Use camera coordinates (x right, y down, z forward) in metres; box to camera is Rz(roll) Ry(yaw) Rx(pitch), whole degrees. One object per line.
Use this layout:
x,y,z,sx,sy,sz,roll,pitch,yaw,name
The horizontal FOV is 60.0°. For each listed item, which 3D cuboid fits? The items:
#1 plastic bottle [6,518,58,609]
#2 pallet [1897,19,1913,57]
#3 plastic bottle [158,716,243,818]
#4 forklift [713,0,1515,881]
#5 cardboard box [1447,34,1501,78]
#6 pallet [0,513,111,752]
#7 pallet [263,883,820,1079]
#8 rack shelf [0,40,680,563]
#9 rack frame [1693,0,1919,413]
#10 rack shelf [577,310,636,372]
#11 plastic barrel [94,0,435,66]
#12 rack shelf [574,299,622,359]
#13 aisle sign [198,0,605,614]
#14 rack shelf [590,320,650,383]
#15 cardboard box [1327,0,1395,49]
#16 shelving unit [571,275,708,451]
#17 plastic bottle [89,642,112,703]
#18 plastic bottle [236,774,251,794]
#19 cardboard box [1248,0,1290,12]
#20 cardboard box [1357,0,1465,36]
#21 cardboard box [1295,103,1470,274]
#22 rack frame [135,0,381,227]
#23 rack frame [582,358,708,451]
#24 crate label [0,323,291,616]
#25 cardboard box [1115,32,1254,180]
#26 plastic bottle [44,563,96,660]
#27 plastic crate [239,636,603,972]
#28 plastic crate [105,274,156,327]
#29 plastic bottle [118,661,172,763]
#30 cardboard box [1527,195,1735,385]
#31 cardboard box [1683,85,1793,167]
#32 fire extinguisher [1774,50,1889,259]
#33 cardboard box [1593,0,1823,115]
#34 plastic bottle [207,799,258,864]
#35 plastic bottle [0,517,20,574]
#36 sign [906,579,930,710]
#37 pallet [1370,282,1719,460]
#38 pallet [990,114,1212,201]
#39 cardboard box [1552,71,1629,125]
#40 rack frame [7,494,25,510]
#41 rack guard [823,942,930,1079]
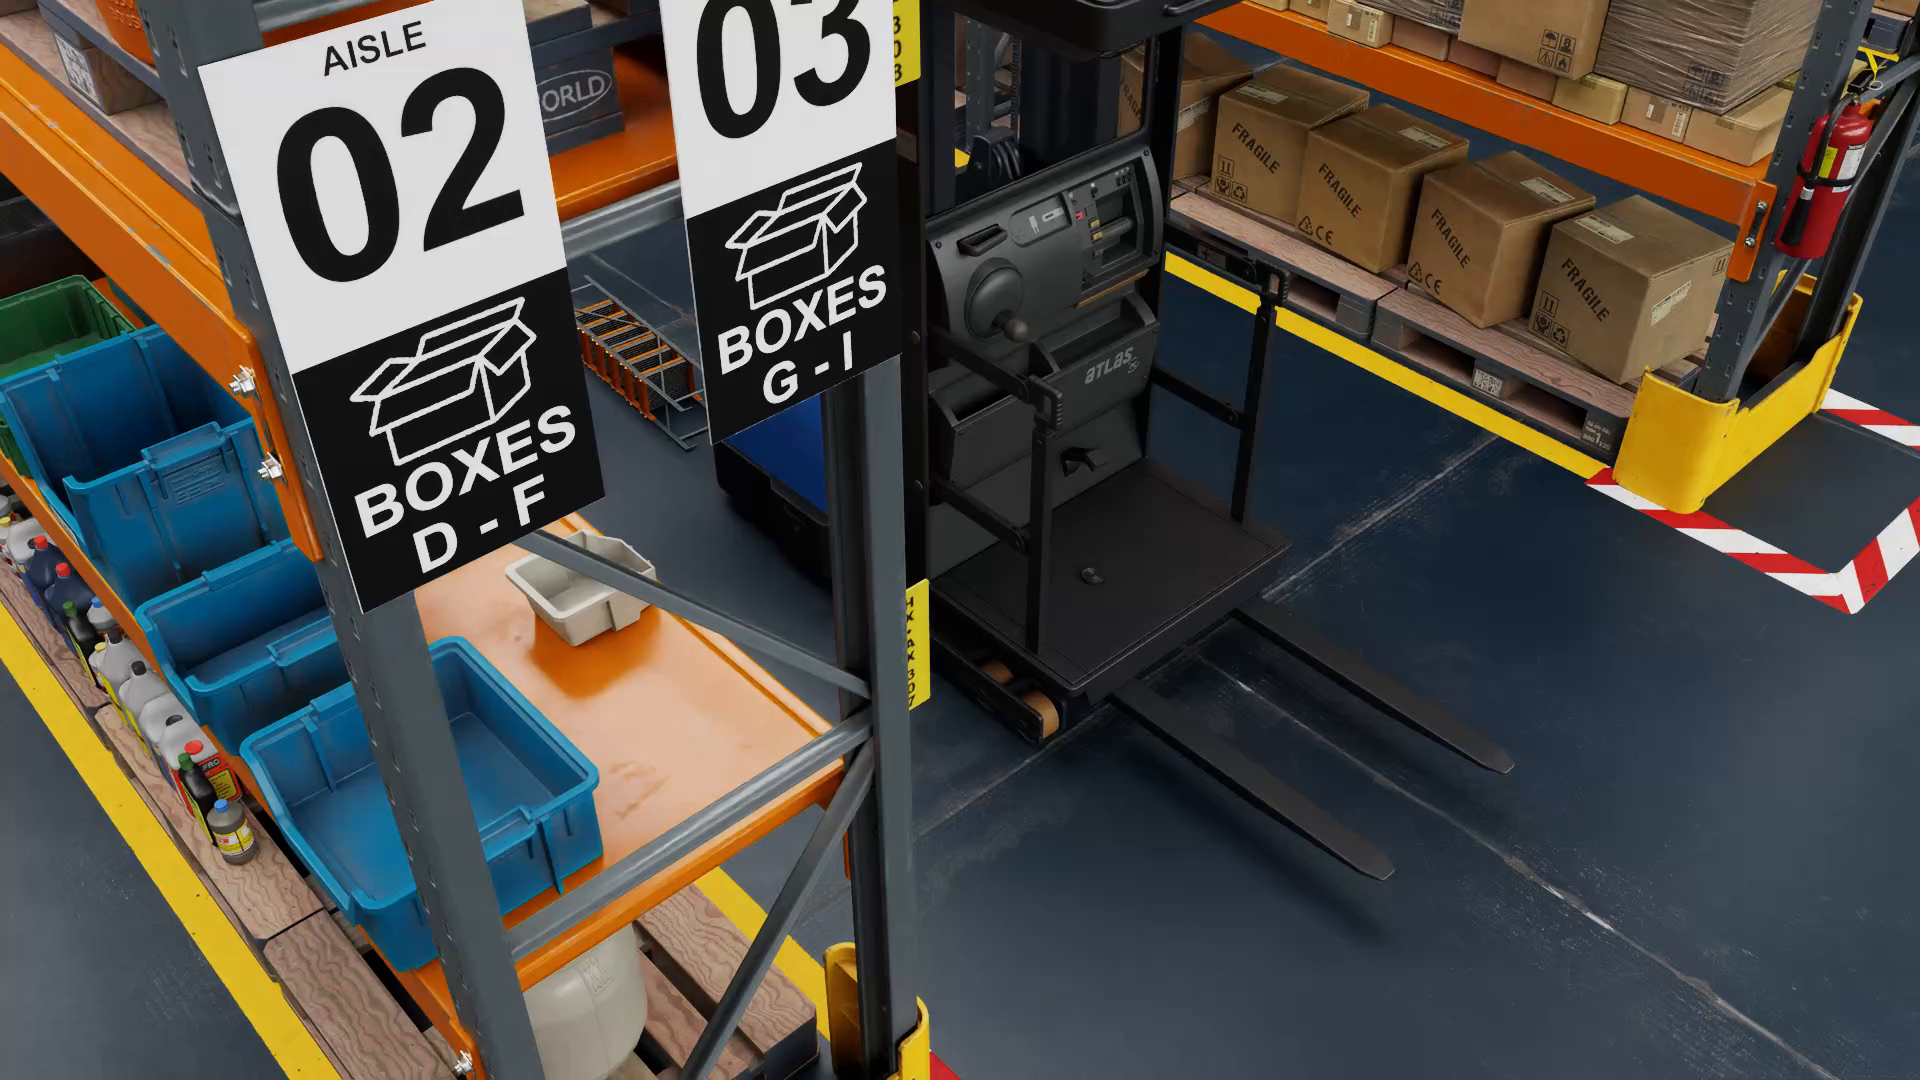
-3.083,0.072,5.591,0.152,0.276,0.135,-28,47,-30,plastic bottle
6.262,-2.854,9.616,1.003,0.211,1.213,-30,48,-32,pallet
-2.225,0.660,4.863,0.152,0.276,0.135,-30,47,-31,plastic bottle
0.424,-0.848,4.967,1.130,2.935,3.031,-30,48,-32,forklift
2.122,-1.953,6.481,0.380,0.149,0.250,-30,48,-32,cardboard box
-2.791,0.126,5.926,1.003,0.211,1.213,-30,48,-32,pallet
-1.141,1.255,4.528,1.003,0.211,1.213,-30,48,-32,pallet
-1.862,-1.249,3.595,1.077,0.370,4.000,-30,48,-32,rack shelf
3.139,-1.541,5.771,1.000,3.000,0.127,-30,48,-32,rack frame
-1.504,-0.866,7.168,0.258,0.180,0.103,-27,46,-29,rack shelf
-0.932,-1.105,2.167,0.600,0.830,0.708,-30,48,-32,plastic barrel
-1.579,-0.924,7.241,0.258,0.180,0.103,-27,46,-29,rack shelf
-0.679,-0.288,2.151,0.394,0.787,0.004,-30,48,-32,aisle sign
-1.429,-0.807,7.094,0.258,0.180,0.103,-27,46,-29,rack shelf
1.702,-2.137,6.709,0.380,0.149,0.250,-30,48,-32,cardboard box
-1.382,-0.771,7.048,0.258,0.189,1.200,-27,46,-29,shelving unit
-2.672,0.408,5.235,0.097,0.201,0.097,0,39,0,plastic bottle
-2.147,0.612,4.917,0.061,0.283,0.133,-30,48,-32,plastic bottle
1.382,-2.379,7.008,0.380,0.149,0.250,-30,48,-32,cardboard box
2.054,-2.392,6.508,0.875,0.500,0.500,-30,48,-32,cardboard box
1.890,-1.588,7.484,0.500,0.500,0.500,-25,45,-28,cardboard box
-0.509,-1.770,1.280,1.000,3.000,0.127,-30,48,-32,rack frame
-1.382,-0.699,7.105,0.240,0.006,1.200,-27,46,-29,rack frame
-1.953,-0.187,4.066,0.502,0.435,0.616,-30,48,-32,crate label
1.068,-2.119,8.142,0.500,0.500,0.500,-16,42,-19,cardboard box
-2.847,0.209,5.362,0.185,0.351,0.144,32,49,33,plastic bottle
-1.068,0.517,3.341,0.499,0.251,0.616,-30,48,-32,plastic crate
-2.266,-0.833,5.013,0.499,0.251,0.616,-30,48,-32,plastic crate
-2.433,0.492,5.012,0.144,0.351,0.185,-28,47,-30,plastic bottle
2.729,-1.028,6.791,0.500,0.500,0.500,-21,44,-24,cardboard box
2.794,-1.488,5.905,0.380,0.149,0.250,-30,48,-32,cardboard box
2.877,-1.262,5.487,0.296,0.674,0.183,-30,48,-32,fire extinguisher
2.787,-1.962,5.976,0.875,0.500,0.500,-30,48,-32,cardboard box
-2.074,0.817,4.728,0.097,0.201,0.097,0,39,0,plastic bottle
-3.253,0.011,5.727,0.097,0.201,0.097,0,39,0,plastic bottle
-0.101,0.224,3.365,0.100,0.325,0.005,-30,48,-32,sign
2.564,-0.883,7.175,1.003,0.211,1.213,-30,48,-32,pallet
0.914,-2.012,8.573,1.003,0.211,1.213,-30,48,-32,pallet
2.419,-1.698,6.164,0.380,0.149,0.250,-30,48,-32,cardboard box
-3.215,-1.288,5.457,1.000,3.000,0.127,-30,48,-32,rack frame
-0.595,1.521,3.969,1.175,0.500,0.348,-30,48,-32,rack guard
